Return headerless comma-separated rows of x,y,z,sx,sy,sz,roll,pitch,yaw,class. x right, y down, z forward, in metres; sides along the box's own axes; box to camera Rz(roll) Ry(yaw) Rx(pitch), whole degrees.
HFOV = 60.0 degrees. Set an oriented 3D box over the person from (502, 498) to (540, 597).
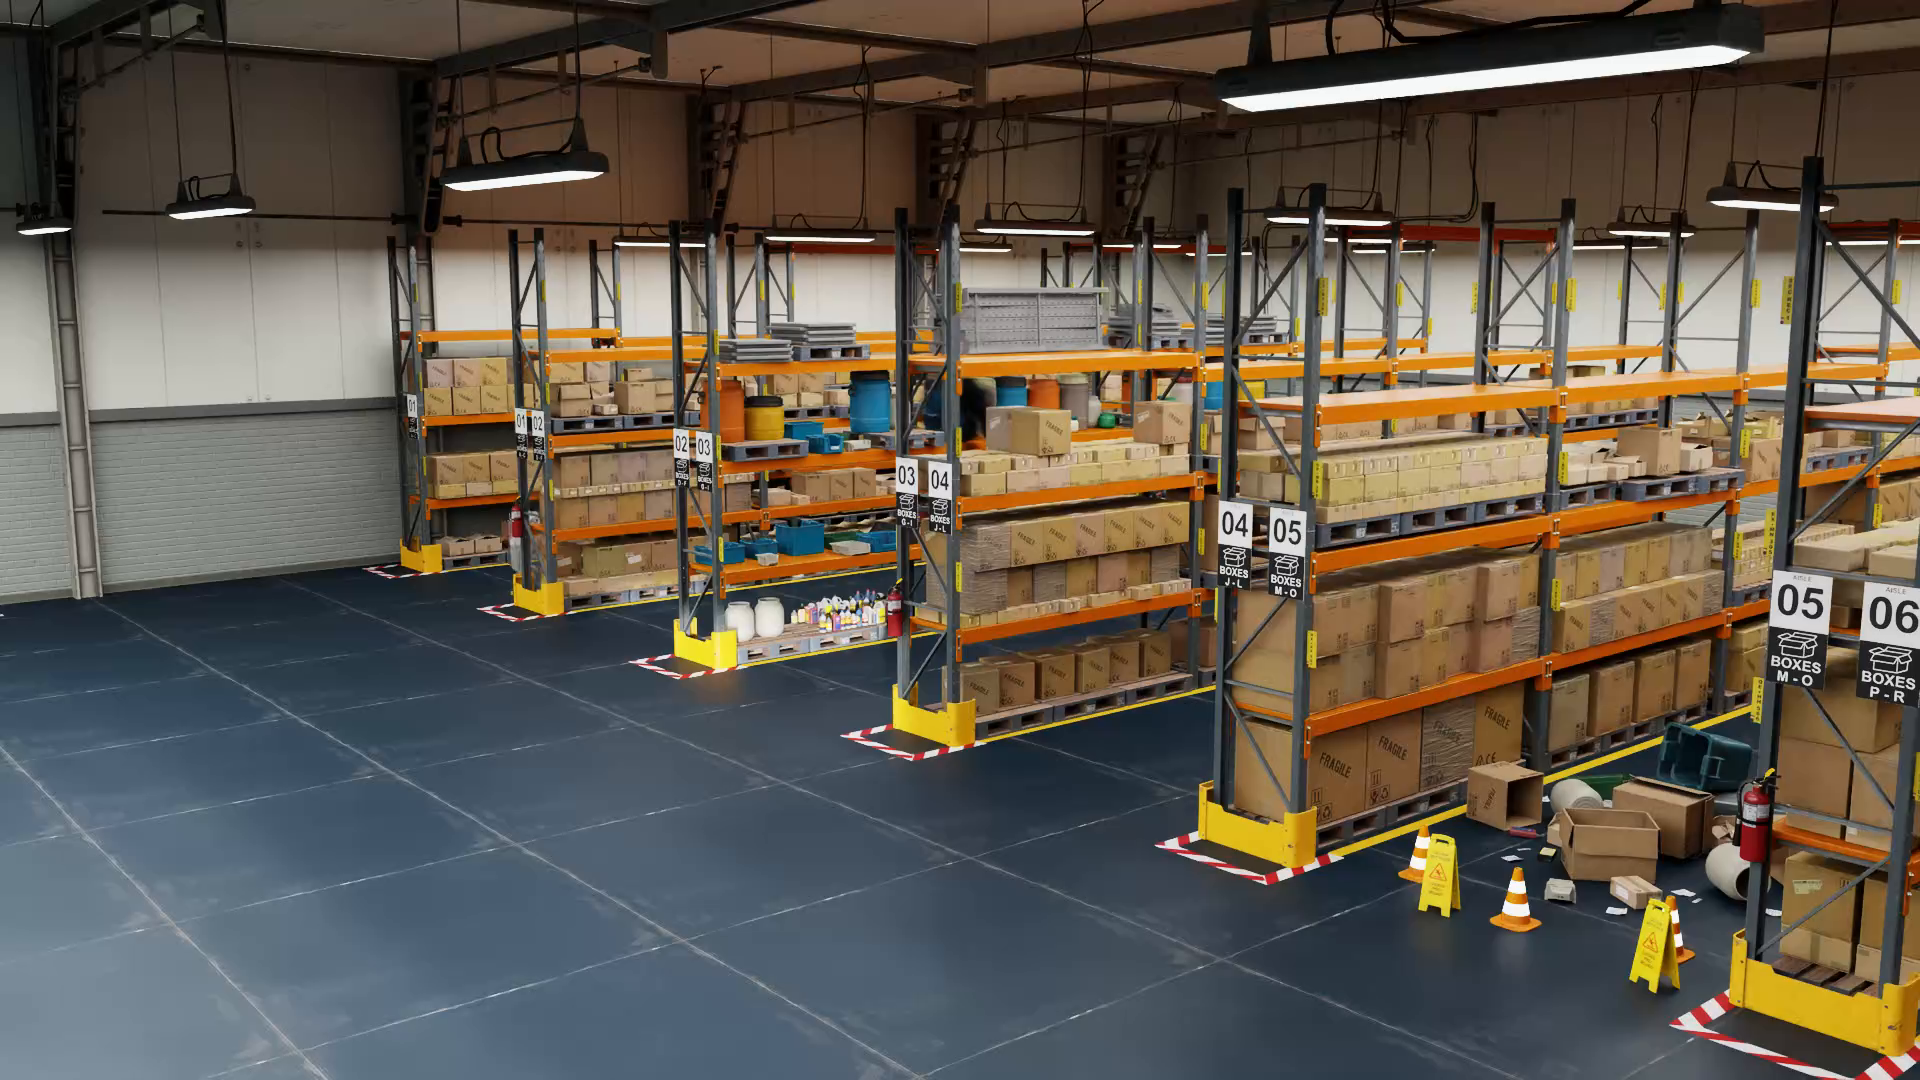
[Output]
-7.328,0.081,27.939,0.607,1.650,0.779,4,10,26,person
